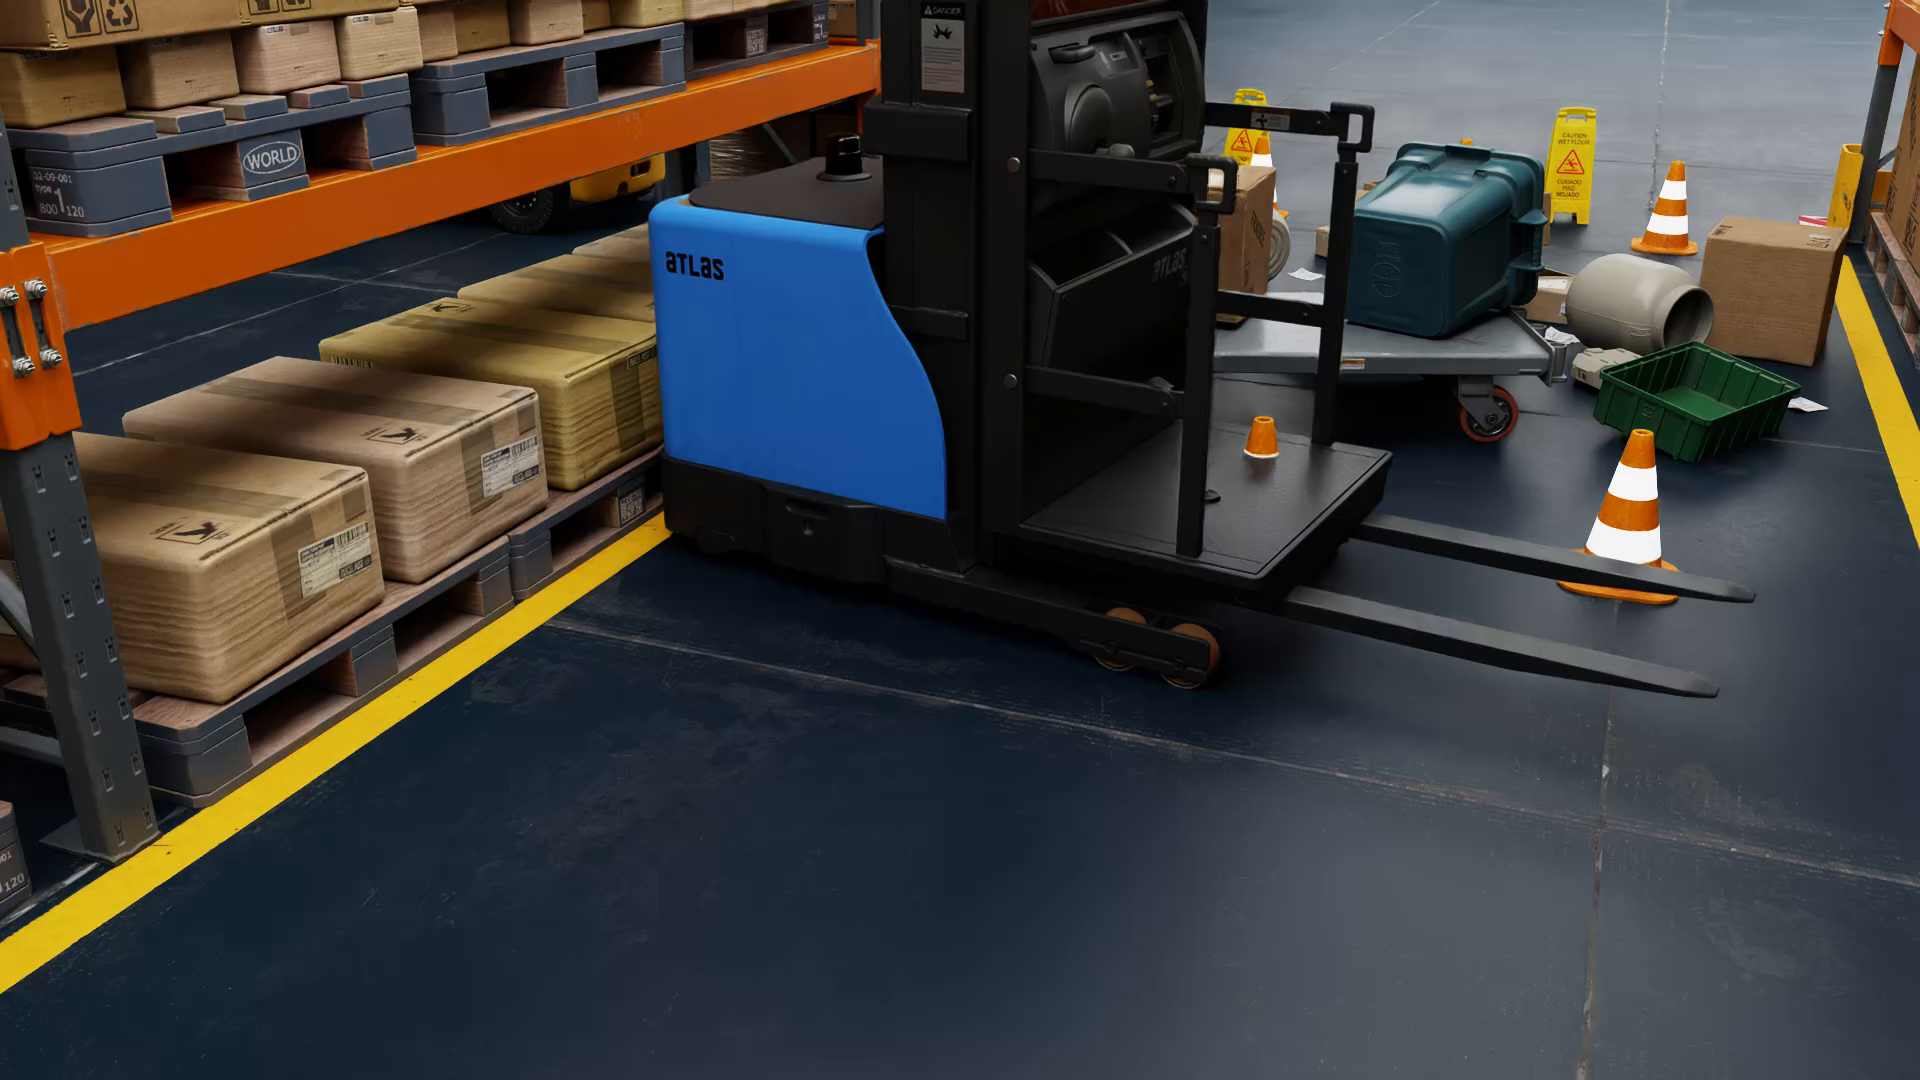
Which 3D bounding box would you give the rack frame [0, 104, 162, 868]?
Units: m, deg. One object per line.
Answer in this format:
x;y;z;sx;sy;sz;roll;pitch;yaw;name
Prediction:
-2.251;-0.775;3.215;1.000;3.000;0.127;9;24;20;rack frame

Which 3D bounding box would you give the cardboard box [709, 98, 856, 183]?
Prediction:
-0.794;-1.728;7.545;0.500;0.500;0.500;8;24;19;cardboard box

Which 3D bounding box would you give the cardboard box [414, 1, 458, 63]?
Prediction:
-1.538;-1.323;4.308;0.380;0.149;0.250;10;25;23;cardboard box

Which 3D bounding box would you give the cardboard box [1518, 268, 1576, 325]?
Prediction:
2.797;-1.151;7.662;0.396;0.266;0.258;13;26;29;cardboard box

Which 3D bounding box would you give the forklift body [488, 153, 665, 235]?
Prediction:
-2.899;-3.016;9.680;2.313;2.155;1.214;9;24;20;forklift body

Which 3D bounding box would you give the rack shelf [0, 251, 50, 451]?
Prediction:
-2.993;0.272;1.640;1.077;0.370;4.000;9;24;20;rack shelf

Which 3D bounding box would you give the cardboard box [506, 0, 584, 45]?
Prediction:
-1.312;-1.514;4.765;0.380;0.149;0.250;10;25;22;cardboard box

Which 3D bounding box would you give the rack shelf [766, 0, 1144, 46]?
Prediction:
-0.022;-2.591;8.493;1.077;0.370;4.000;9;24;20;rack shelf

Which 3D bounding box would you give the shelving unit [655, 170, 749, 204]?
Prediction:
-0.788;-0.661;5.451;0.215;1.050;0.252;5;22;20;shelving unit

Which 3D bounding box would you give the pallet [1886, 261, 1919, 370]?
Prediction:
4.675;-0.947;7.242;1.003;0.211;1.213;9;24;20;pallet

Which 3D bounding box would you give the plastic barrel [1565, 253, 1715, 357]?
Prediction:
2.866;-0.971;7.026;0.421;0.421;0.512;-12;25;-26;plastic barrel

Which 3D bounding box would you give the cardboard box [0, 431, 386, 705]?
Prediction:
-2.031;0.043;4.121;0.950;0.372;0.625;7;24;16;cardboard box

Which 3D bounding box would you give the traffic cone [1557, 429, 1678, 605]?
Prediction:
1.968;-0.100;4.889;0.336;0.463;0.334;9;24;20;traffic cone

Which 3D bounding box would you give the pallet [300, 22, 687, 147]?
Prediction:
-1.553;-1.401;4.961;1.003;0.211;1.213;9;24;20;pallet

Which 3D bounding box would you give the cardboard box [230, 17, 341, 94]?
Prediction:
-1.677;-1.131;3.846;0.380;0.149;0.250;7;24;17;cardboard box

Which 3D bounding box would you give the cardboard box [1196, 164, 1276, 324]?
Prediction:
0.899;-1.159;6.393;0.500;0.500;0.500;9;24;20;cardboard box

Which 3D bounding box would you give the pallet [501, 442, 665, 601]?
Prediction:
-1.504;-0.203;5.463;1.003;0.211;1.213;9;24;20;pallet

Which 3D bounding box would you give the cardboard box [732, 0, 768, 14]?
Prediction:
-0.876;-1.872;5.620;0.380;0.149;0.250;8;24;19;cardboard box

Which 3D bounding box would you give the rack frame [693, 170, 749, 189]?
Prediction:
-0.745;-0.703;5.557;0.200;1.050;0.008;5;22;20;rack frame

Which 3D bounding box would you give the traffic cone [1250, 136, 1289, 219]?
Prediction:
1.759;-2.129;9.747;0.336;0.463;0.334;9;24;20;traffic cone

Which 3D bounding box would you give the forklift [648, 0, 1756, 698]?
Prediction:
0.609;-1.199;4.317;3.031;2.935;1.130;13;26;28;forklift

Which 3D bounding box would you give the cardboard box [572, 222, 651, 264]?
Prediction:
-0.957;-1.000;6.617;0.950;0.372;0.625;9;24;21;cardboard box

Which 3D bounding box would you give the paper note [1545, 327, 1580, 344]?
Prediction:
2.674;-0.909;7.396;0.172;0.023;0.155;19;29;38;paper note

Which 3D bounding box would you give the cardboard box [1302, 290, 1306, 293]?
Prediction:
1.531;-0.929;7.131;0.258;0.266;0.396;-7;24;-17;cardboard box

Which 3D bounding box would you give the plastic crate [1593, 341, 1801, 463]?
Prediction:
2.717;-0.513;6.160;0.662;0.188;0.450;-17;38;-35;plastic crate

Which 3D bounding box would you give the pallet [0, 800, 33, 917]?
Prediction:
-2.613;0.783;3.102;1.003;0.211;1.213;9;24;20;pallet

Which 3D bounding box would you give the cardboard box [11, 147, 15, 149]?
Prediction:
-4.908;-2.201;9.001;0.500;0.250;0.500;9;24;20;cardboard box

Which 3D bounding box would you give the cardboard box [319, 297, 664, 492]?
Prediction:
-1.478;-0.493;5.403;0.950;0.372;0.625;10;25;22;cardboard box

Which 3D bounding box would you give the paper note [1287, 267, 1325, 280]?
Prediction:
1.763;-1.357;8.474;0.148;0.019;0.142;19;29;38;paper note

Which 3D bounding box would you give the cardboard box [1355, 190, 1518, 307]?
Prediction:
2.079;-1.222;7.347;0.797;0.637;0.503;9;24;20;cardboard box

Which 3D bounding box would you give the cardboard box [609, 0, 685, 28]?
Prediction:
-1.092;-1.698;5.204;0.380;0.149;0.250;9;24;20;cardboard box

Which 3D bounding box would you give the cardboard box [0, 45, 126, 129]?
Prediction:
-1.957;-0.943;3.397;0.380;0.149;0.250;7;24;17;cardboard box

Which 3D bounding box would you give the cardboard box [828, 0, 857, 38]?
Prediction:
-0.350;-2.158;6.850;0.380;0.149;0.250;9;24;20;cardboard box

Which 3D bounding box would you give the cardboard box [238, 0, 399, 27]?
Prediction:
-1.682;-1.468;3.812;0.500;0.500;0.500;10;25;23;cardboard box

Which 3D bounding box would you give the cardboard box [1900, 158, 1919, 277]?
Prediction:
4.839;-1.612;7.429;0.875;0.875;0.875;8;24;19;cardboard box

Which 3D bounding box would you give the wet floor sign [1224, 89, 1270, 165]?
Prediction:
1.785;-2.467;10.318;0.267;0.644;0.232;19;29;38;wet floor sign

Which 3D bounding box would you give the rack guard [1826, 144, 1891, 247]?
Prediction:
5.363;-1.821;8.961;1.175;0.500;0.348;9;24;20;rack guard
